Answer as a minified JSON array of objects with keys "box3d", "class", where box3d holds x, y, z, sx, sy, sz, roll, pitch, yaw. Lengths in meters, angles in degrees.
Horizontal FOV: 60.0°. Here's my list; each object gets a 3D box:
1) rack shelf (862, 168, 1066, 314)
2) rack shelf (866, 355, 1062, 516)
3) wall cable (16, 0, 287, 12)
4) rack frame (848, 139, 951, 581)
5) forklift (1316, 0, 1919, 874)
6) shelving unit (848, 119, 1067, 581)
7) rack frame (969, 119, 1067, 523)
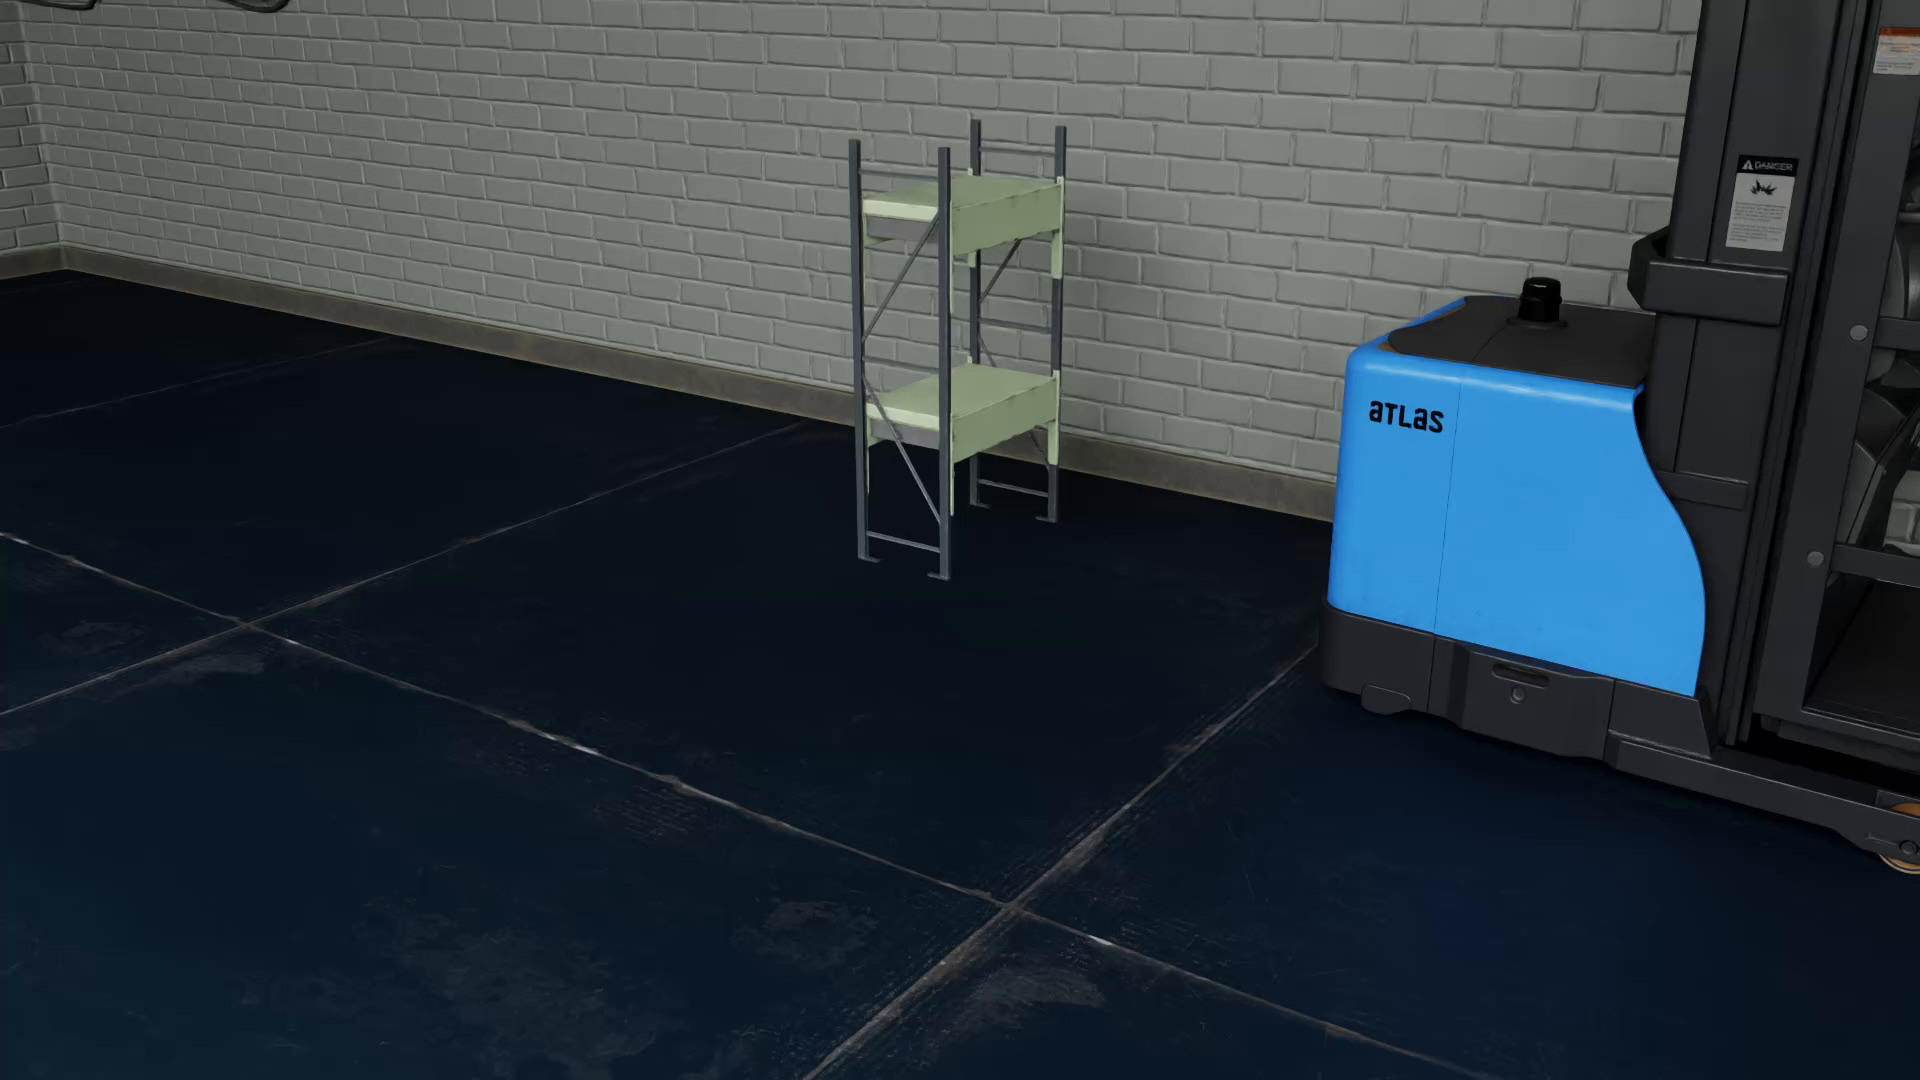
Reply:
[{"box3d":[0.004,-1.071,5.875,0.431,0.370,0.720,13,24,32],"class":"rack shelf"},{"box3d":[0.004,-0.400,6.123,0.431,0.370,0.720,13,24,32],"class":"rack shelf"},{"box3d":[-4.840,-4.302,9.401,3.097,2.526,0.112,13,24,32],"class":"wall cable"},{"box3d":[-0.202,-0.600,5.726,0.400,1.500,0.023,13,24,32],"class":"rack frame"},{"box3d":[2.553,-0.729,4.012,3.031,2.935,1.130,14,25,34],"class":"forklift"},{"box3d":[0.004,-0.705,6.010,0.431,1.500,0.755,13,24,32],"class":"shelving unit"},{"box3d":[0.209,-0.810,6.294,0.400,1.500,0.023,13,24,32],"class":"rack frame"}]
